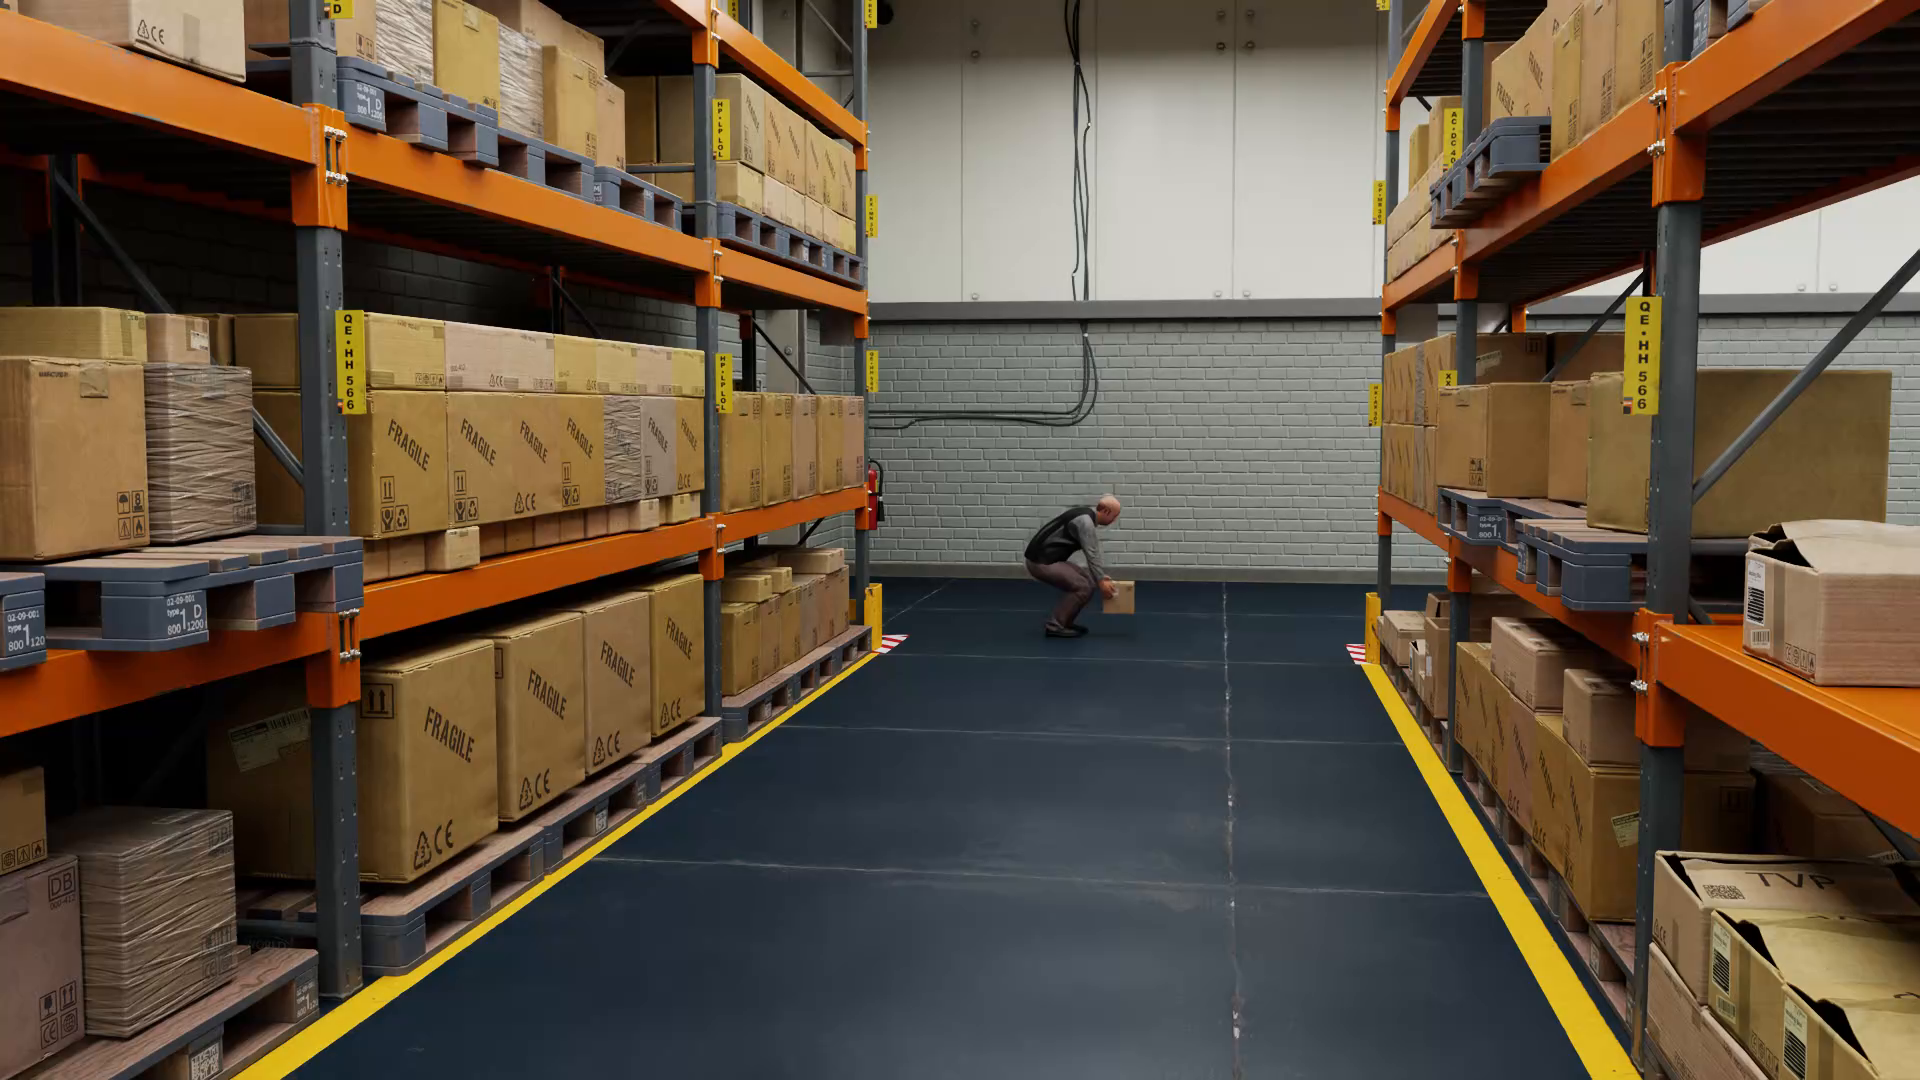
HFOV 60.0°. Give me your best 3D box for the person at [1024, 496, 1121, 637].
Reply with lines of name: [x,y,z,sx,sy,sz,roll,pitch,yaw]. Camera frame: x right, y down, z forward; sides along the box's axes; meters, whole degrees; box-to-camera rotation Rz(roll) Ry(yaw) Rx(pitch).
person: [0.953,0.214,14.070,0.805,1.179,0.575,1,4,9]
